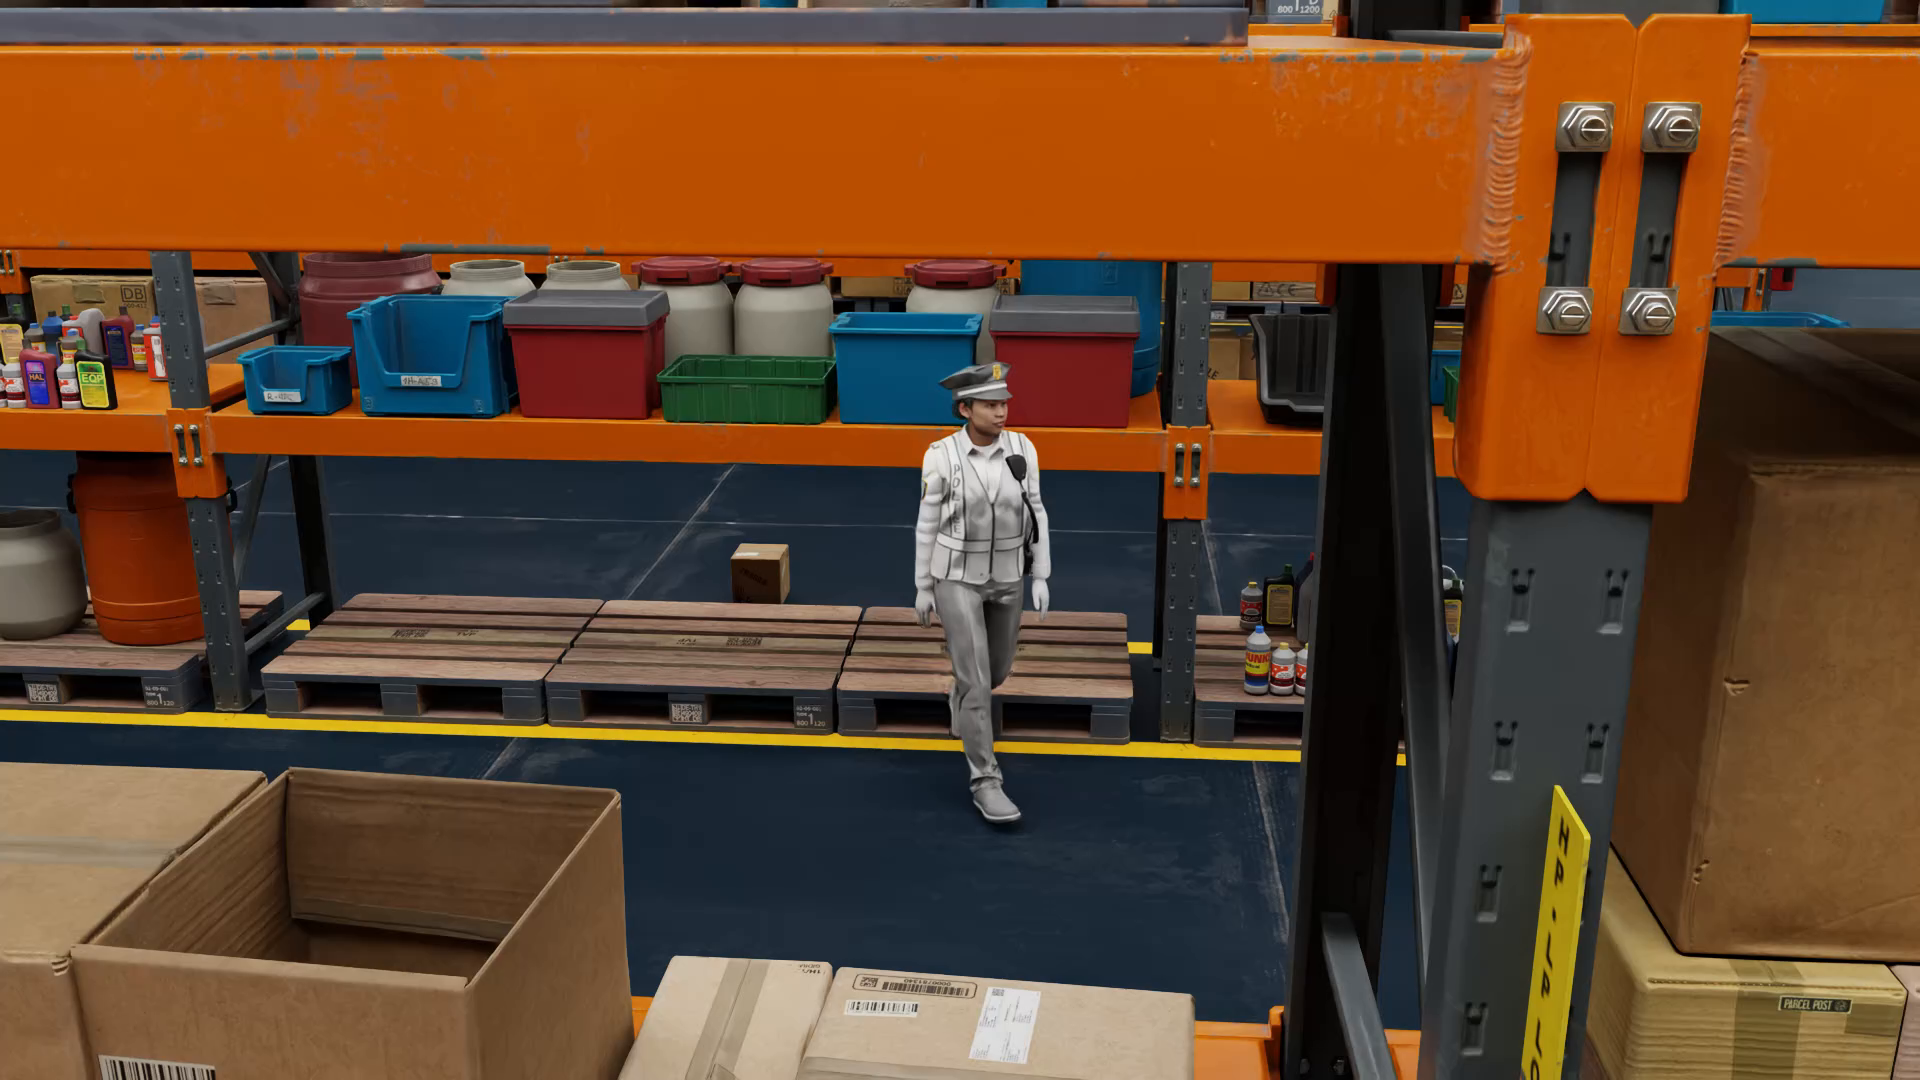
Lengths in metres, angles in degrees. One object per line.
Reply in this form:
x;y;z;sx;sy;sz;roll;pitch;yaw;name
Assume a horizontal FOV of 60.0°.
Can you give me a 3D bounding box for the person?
0.087;0.134;6.177;0.499;1.649;0.906;-6;18;-19;person
